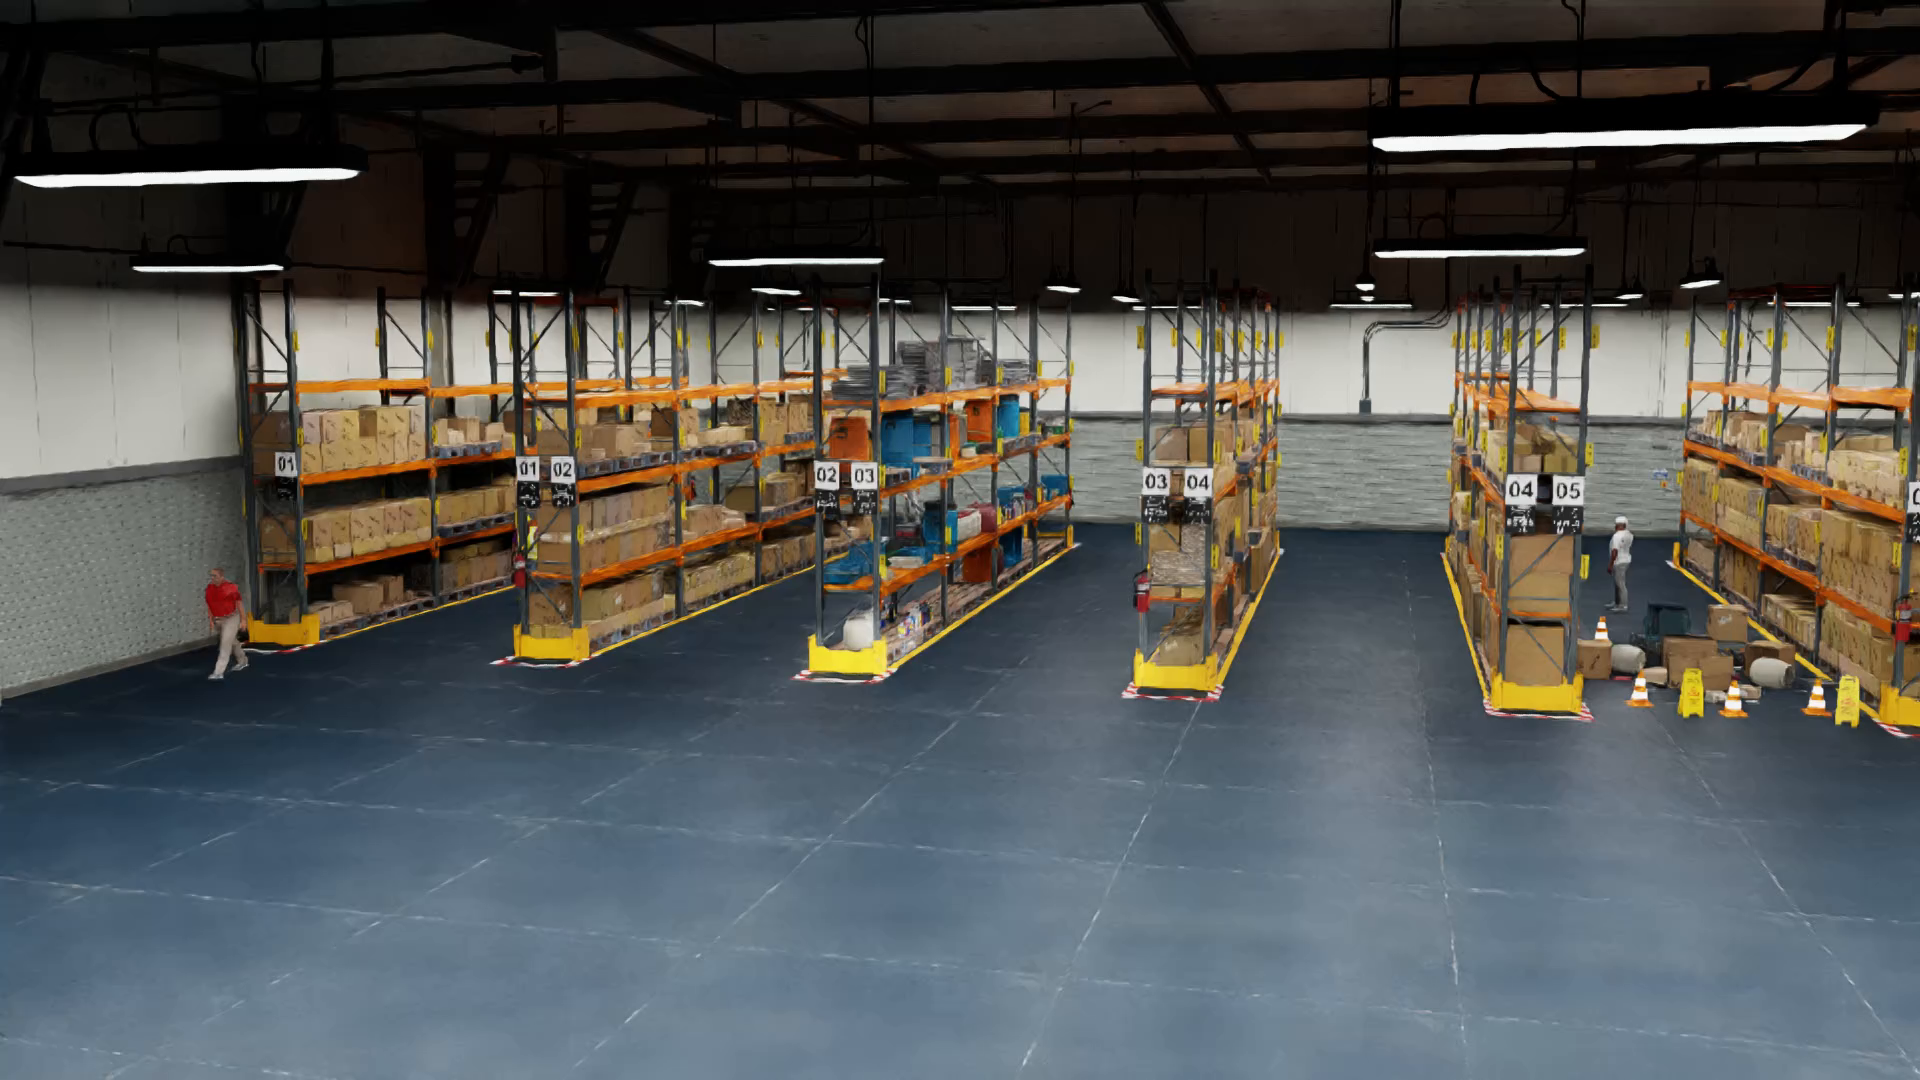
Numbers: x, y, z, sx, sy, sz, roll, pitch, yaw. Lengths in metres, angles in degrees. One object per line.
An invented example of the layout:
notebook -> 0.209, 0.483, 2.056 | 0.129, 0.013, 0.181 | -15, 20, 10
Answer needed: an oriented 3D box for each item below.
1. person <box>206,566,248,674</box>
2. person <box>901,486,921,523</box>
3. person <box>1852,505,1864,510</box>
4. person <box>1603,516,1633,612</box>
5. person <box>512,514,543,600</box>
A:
person -> -10.977, 1.161, 24.860 | 0.544, 1.584, 0.895 | 2, 7, 17
person -> -1.292, -1.100, 44.188 | 0.609, 1.604, 0.814 | 0, 7, -2
person -> 21.224, -0.490, 39.150 | 0.688, 1.620, 0.518 | -2, 7, -14
person -> 12.200, 0.424, 30.817 | 0.559, 1.762, 0.661 | 6, 9, 43
person -> -8.265, 0.344, 31.865 | 0.719, 1.714, 0.578 | 2, 7, 12
